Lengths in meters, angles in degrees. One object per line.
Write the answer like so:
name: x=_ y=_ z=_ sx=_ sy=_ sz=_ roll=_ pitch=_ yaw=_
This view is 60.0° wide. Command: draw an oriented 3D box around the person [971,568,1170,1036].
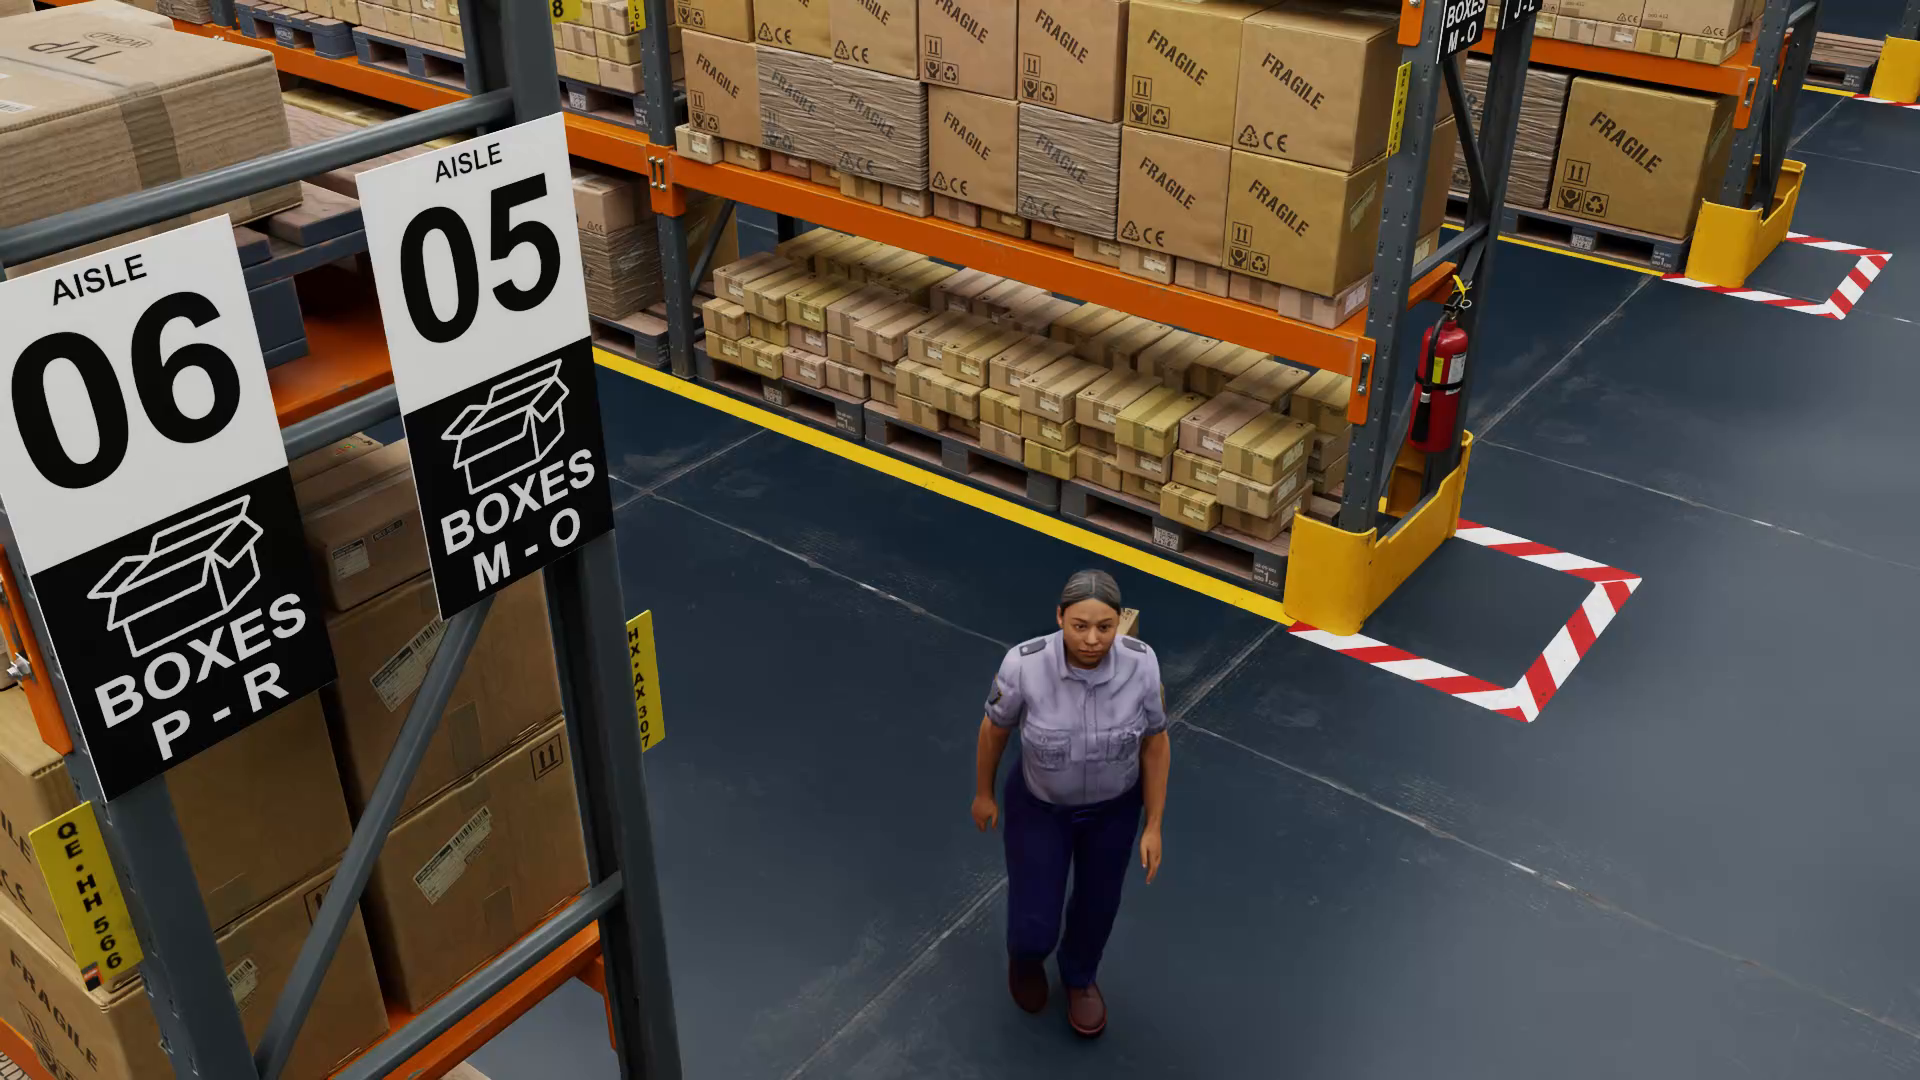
person: x=0.321 y=0.796 z=4.803 sx=0.540 sy=1.648 sz=0.446 roll=-5 pitch=31 yaw=-8
